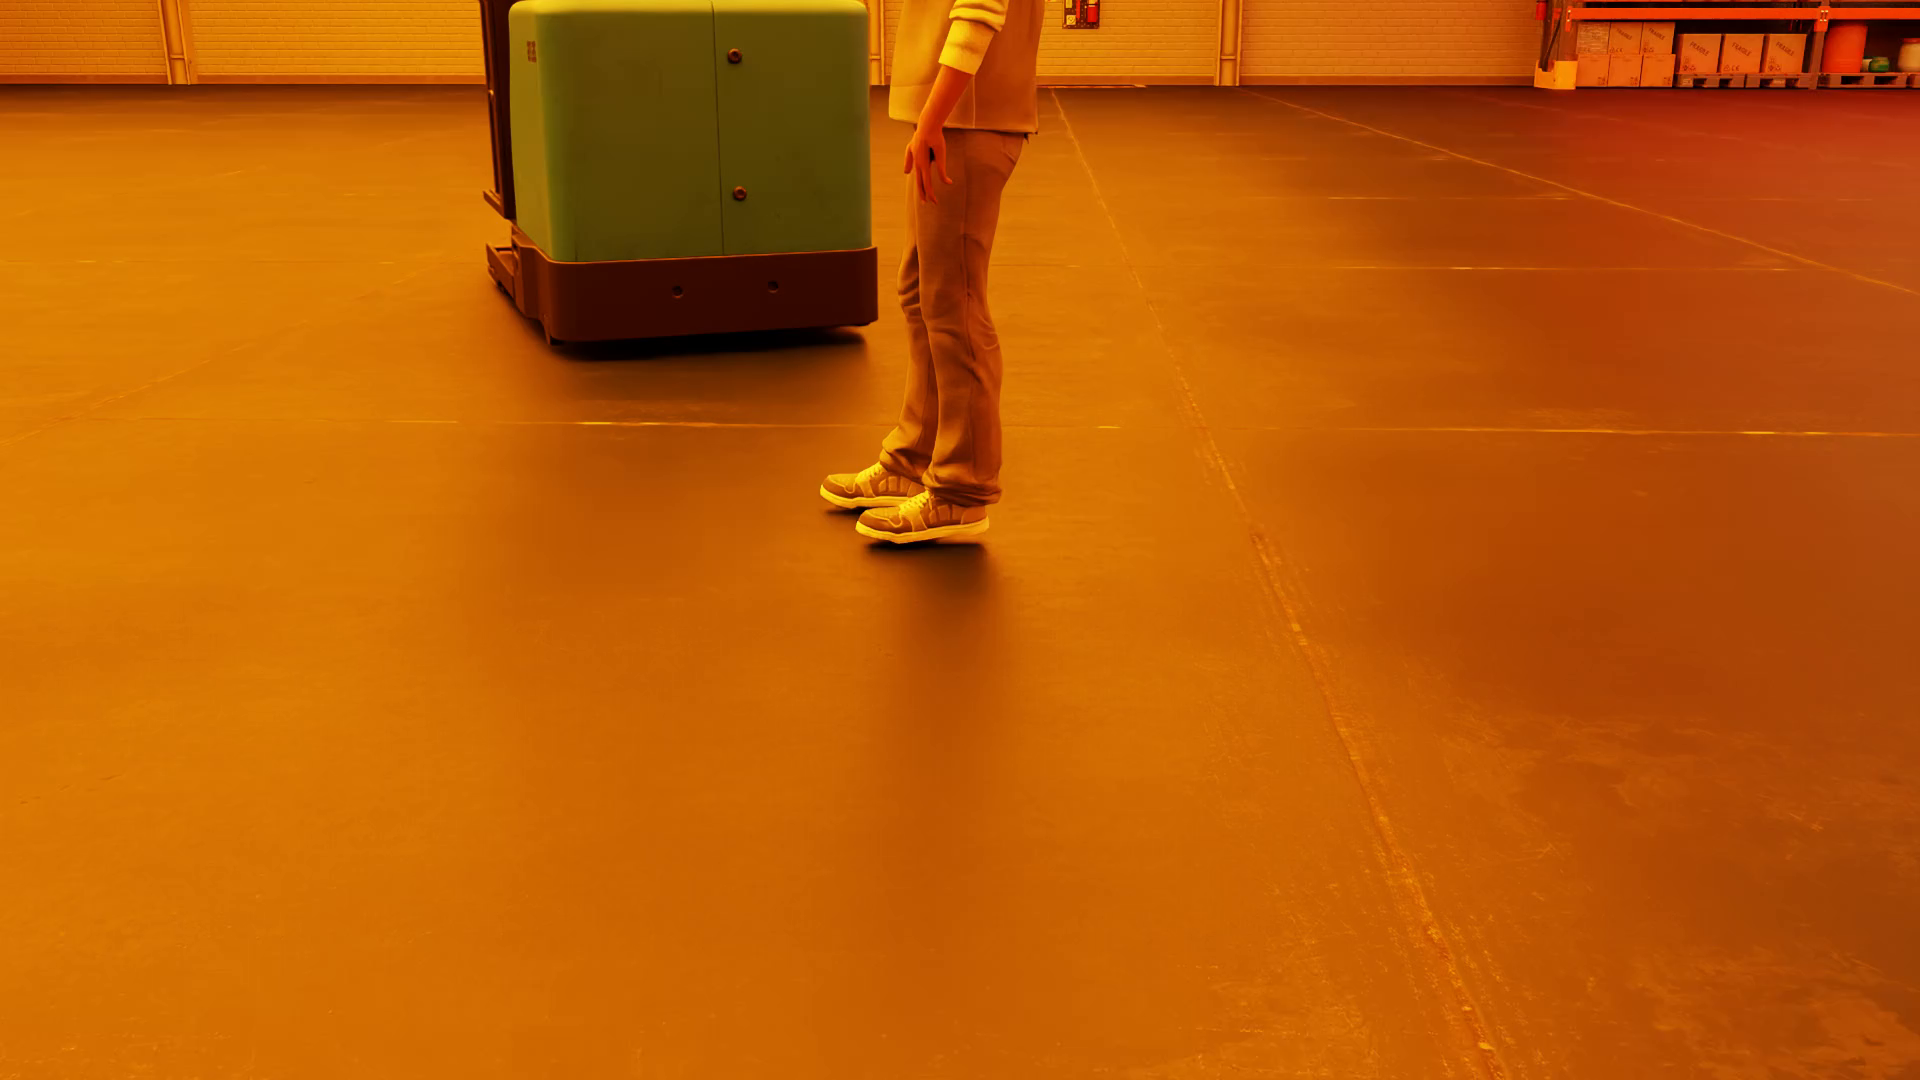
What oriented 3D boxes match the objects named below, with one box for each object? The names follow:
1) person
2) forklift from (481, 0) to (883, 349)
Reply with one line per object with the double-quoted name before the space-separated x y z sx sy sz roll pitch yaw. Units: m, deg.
"person" -0.074 -0.775 3.148 0.473 1.599 0.520 1 17 2
"forklift" -1.241 -2.388 6.119 1.130 2.935 3.031 -6 18 -19
